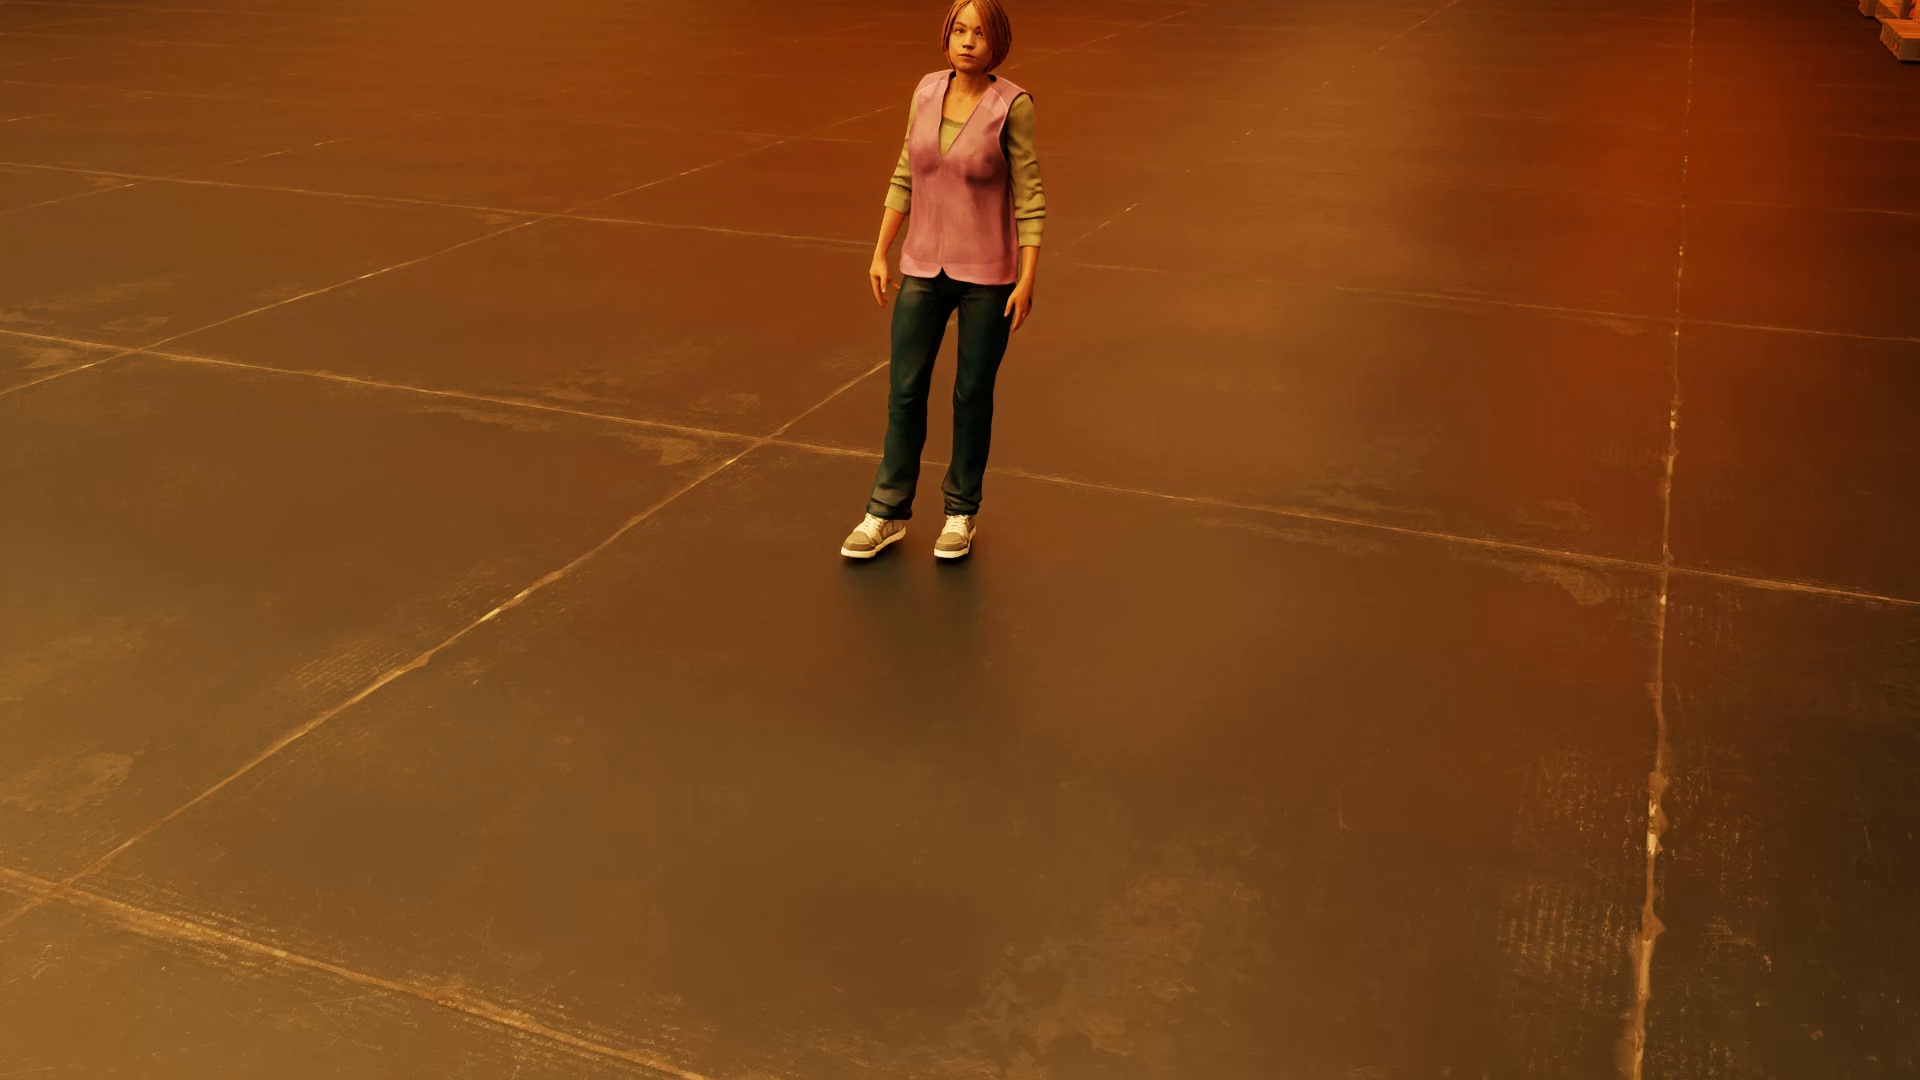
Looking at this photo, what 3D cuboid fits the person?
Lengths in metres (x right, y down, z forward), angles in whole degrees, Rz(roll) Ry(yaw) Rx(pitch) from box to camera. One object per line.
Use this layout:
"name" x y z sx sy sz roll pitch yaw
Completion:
"person" -0.042 -0.719 4.723 0.520 1.599 0.473 9 24 21
